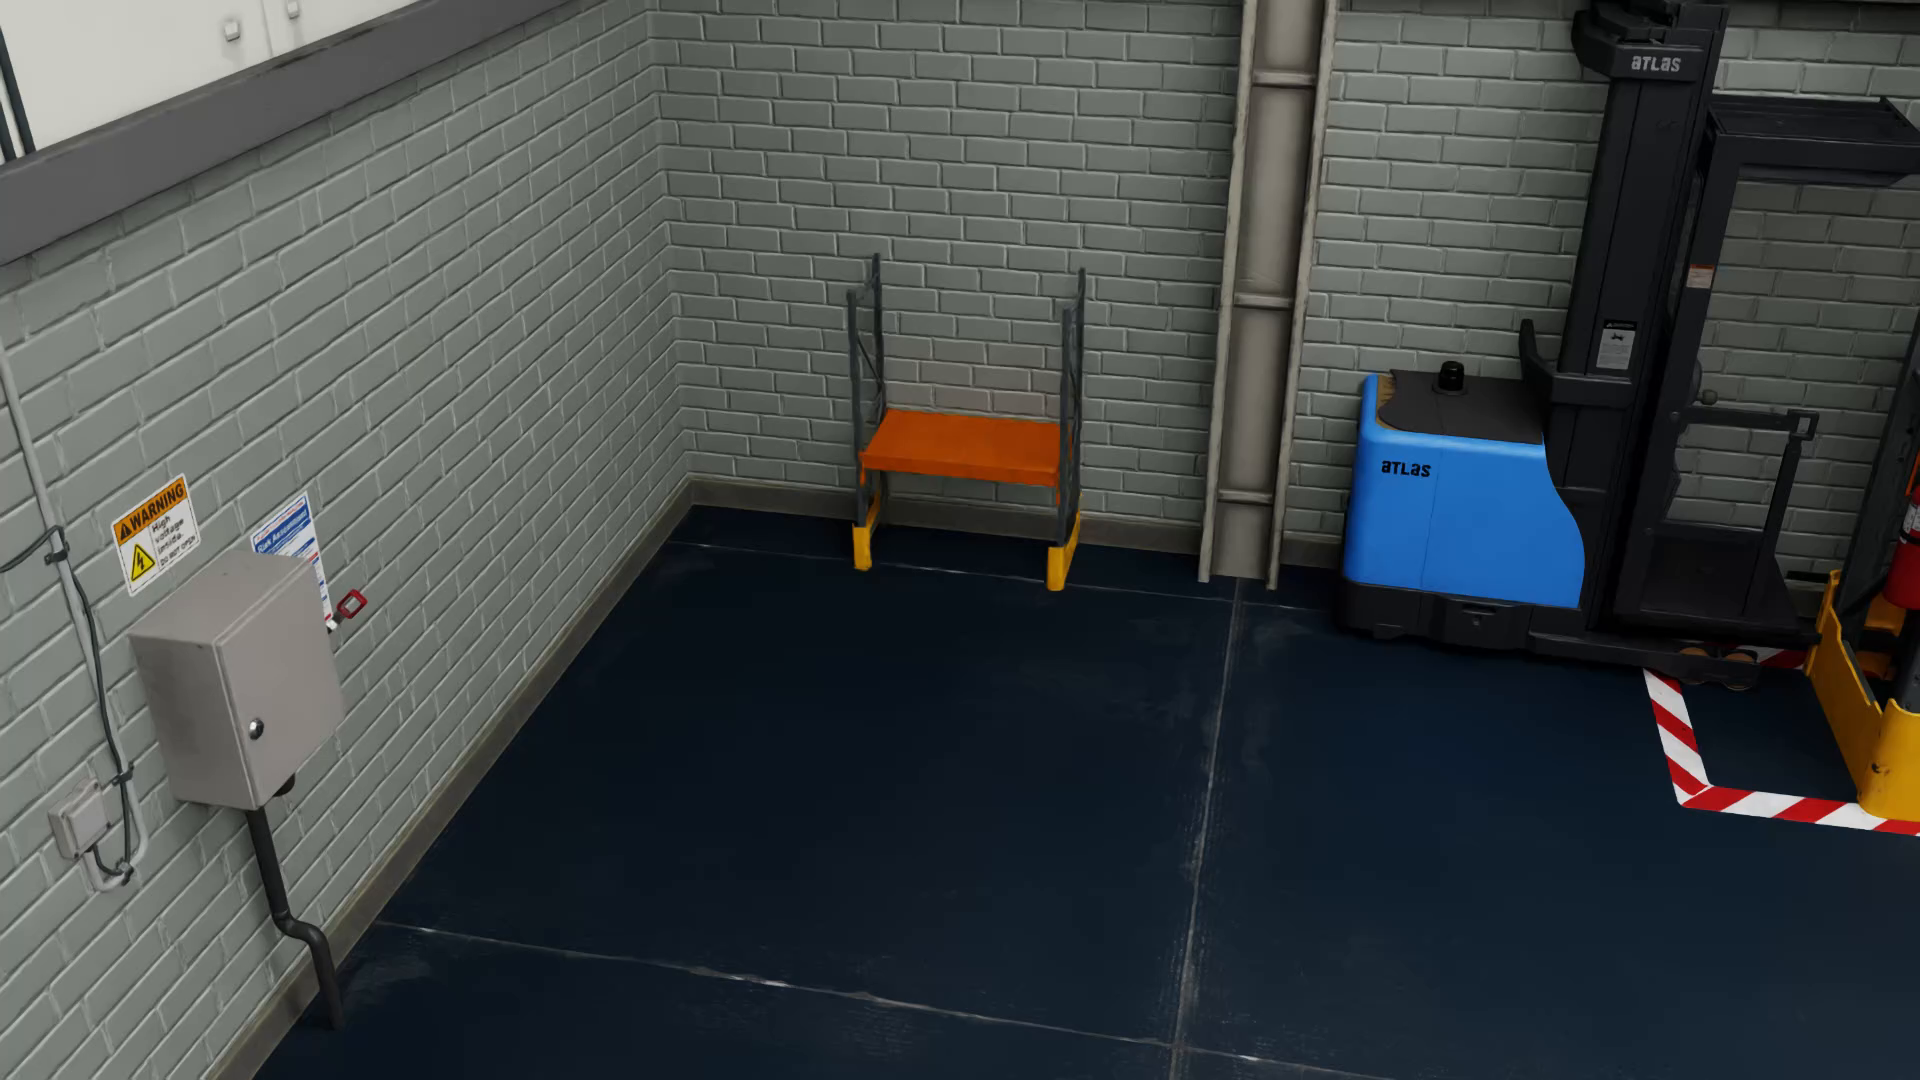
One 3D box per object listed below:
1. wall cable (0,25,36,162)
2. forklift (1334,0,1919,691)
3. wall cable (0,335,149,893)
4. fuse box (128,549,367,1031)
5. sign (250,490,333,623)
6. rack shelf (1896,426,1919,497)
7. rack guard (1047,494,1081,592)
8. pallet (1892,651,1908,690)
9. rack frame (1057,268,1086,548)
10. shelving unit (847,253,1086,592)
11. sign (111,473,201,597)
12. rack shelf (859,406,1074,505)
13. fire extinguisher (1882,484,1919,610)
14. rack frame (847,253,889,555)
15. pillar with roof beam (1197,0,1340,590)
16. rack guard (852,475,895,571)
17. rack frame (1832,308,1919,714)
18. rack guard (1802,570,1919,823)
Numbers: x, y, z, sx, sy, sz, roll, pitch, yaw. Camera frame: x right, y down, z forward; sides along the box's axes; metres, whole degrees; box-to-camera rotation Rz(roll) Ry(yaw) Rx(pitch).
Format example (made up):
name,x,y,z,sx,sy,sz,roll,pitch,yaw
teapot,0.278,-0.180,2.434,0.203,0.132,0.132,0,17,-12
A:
name,x,y,z,sx,sy,sz,roll,pitch,yaw
wall cable,-2.008,-2.878,4.597,0.133,3.039,2.988,6,29,11
forklift,3.359,-0.888,7.321,3.031,2.935,1.130,7,29,12
wall cable,-2.399,0.198,4.207,0.122,1.984,0.588,6,29,11
fuse box,-2.102,0.904,5.317,0.414,1.711,0.539,6,29,11
sign,-2.201,0.128,5.492,0.001,0.494,0.329,6,29,11
rack shelf,5.825,0.050,6.284,4.000,0.370,1.077,6,29,11
rack guard,0.530,-0.001,8.459,0.087,0.250,0.587,6,32,11
pallet,4.723,0.844,6.988,1.213,0.211,1.003,6,29,11
rack frame,0.542,-0.534,8.132,0.032,1.500,0.500,6,32,11
shelving unit,0.037,-0.586,8.230,1.083,1.500,0.587,6,32,11
sign,-2.316,-0.018,4.799,0.001,0.242,0.339,6,29,11
rack shelf,0.048,-0.431,8.321,1.000,0.185,0.538,6,32,11
fire extinguisher,3.628,-0.066,6.216,0.183,0.674,0.296,6,29,11
rack frame,-0.451,-0.637,8.324,0.032,1.500,0.500,6,32,11
pillar with roof beam,0.521,-1.770,2.611,0.400,9.000,9.100,6,29,11
rack guard,-0.443,-0.102,8.648,0.087,0.250,0.587,6,32,11
rack frame,3.869,-0.466,6.478,0.127,3.000,1.000,6,29,11
rack guard,3.943,0.638,7.064,0.348,0.500,1.175,6,29,11
